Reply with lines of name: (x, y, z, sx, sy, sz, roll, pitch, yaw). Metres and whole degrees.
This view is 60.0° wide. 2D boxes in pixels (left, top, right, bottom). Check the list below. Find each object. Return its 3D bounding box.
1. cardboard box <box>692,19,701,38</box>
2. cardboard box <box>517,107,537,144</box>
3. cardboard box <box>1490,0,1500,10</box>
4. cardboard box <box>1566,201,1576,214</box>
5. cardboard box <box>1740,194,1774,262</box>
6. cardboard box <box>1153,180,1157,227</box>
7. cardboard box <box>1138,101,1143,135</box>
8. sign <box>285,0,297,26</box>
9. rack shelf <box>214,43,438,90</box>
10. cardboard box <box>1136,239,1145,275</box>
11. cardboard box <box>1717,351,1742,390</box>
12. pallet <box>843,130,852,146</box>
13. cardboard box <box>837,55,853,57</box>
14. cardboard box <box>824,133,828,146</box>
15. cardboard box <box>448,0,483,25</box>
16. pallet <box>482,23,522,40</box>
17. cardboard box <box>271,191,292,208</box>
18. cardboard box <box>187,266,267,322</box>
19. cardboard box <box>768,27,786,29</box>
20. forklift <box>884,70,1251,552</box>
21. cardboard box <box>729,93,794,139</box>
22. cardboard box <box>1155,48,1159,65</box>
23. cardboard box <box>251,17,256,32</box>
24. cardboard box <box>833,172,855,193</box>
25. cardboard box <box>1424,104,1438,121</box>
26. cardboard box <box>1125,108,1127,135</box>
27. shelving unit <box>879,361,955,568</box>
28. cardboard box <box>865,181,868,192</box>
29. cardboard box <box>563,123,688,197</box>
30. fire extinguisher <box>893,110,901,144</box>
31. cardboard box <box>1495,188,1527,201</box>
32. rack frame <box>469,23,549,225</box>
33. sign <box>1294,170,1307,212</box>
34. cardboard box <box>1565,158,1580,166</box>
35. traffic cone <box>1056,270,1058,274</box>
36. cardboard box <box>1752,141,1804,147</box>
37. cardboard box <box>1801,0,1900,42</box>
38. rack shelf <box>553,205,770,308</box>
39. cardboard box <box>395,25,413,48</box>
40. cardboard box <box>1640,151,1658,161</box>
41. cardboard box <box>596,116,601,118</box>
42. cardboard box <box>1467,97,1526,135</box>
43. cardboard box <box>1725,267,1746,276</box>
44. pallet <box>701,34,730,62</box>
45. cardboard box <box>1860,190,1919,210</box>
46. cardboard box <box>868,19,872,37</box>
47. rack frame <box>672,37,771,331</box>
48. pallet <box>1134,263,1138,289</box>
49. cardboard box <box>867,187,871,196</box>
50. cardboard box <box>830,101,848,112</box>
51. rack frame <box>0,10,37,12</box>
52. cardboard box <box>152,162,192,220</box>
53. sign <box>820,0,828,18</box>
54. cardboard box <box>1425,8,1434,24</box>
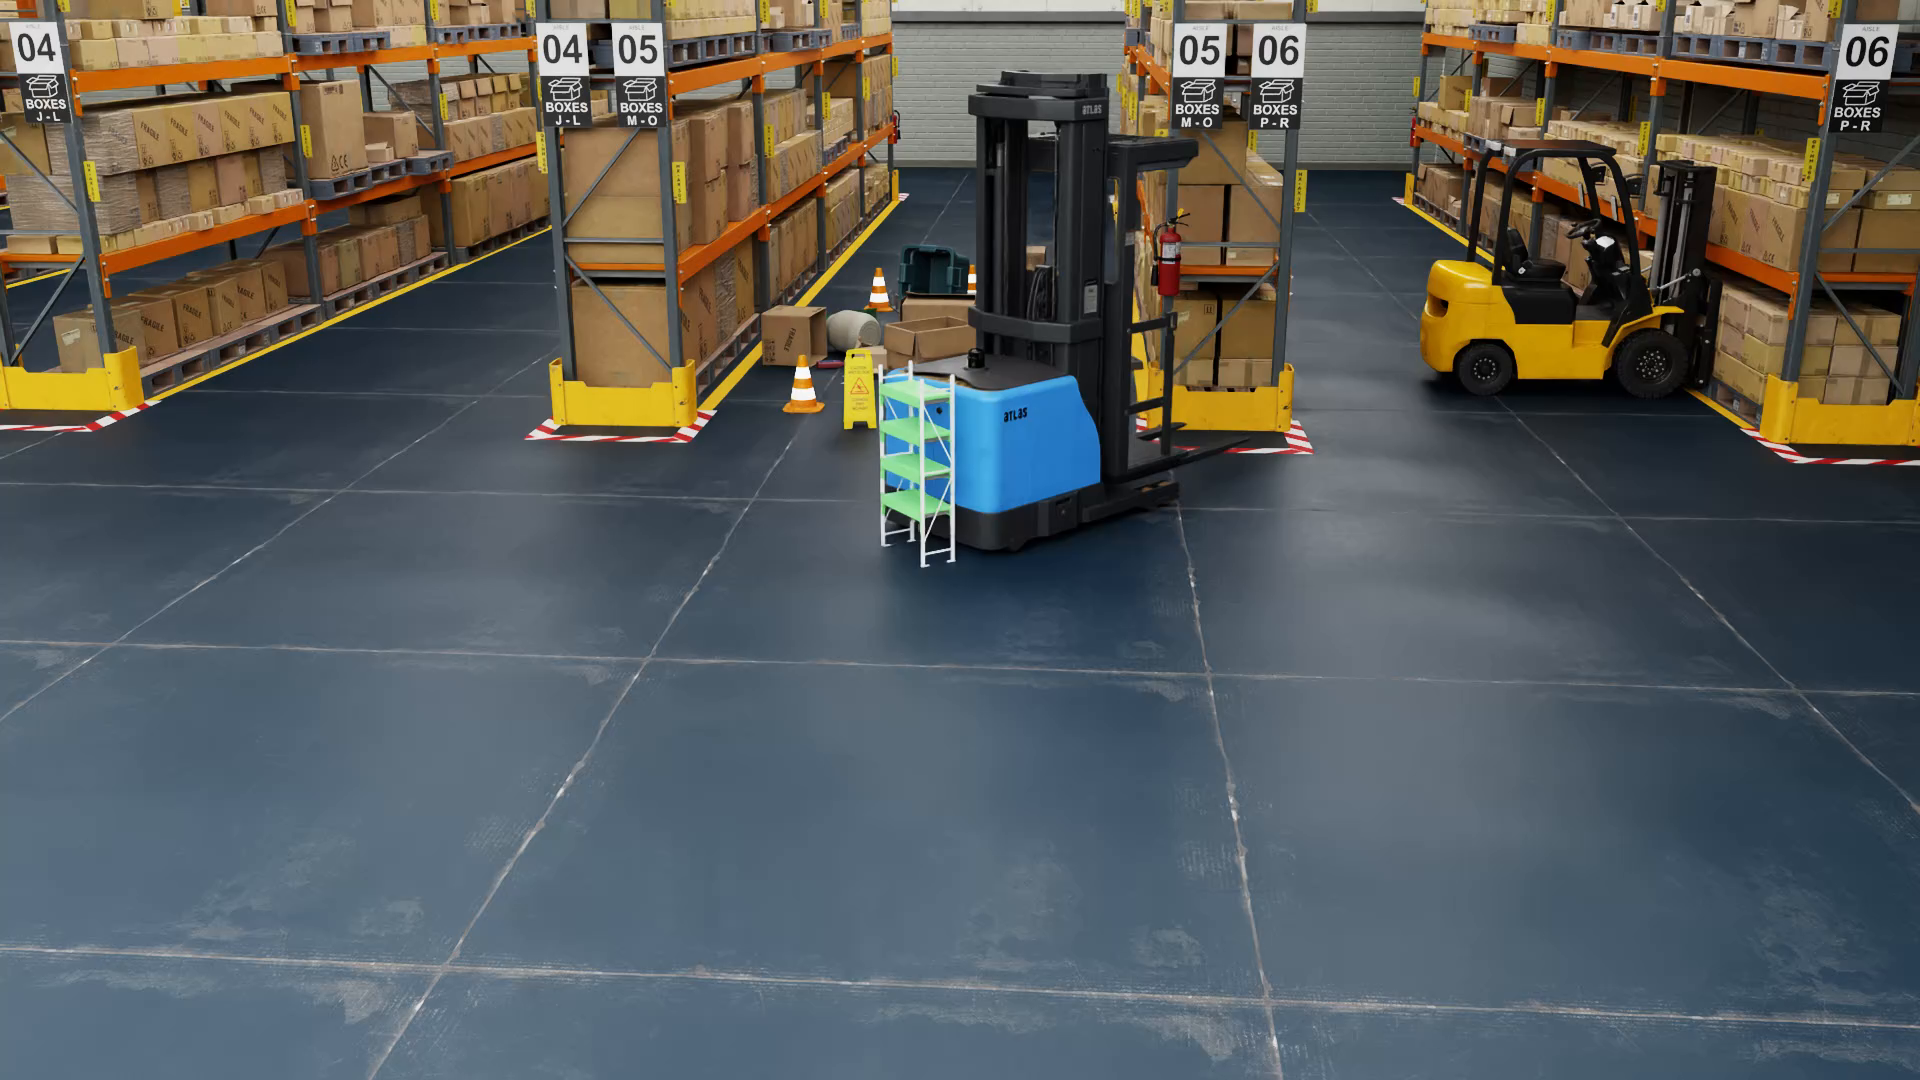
cardboard box: (-2.409, -4.322, 14.046, 0.380, 0.149, 0.250, 1, 18, 4)
cardboard box: (-6.648, -6.199, 24.863, 0.500, 0.500, 0.500, 1, 18, 4)
cardboard box: (7.490, -7.340, 22.781, 0.380, 0.149, 0.250, 1, 18, 3)
cardboard box: (8.057, -4.286, 21.485, 0.380, 0.149, 0.250, 2, 18, 6)
cardboard box: (6.909, -2.612, 13.916, 0.500, 0.500, 0.500, 2, 18, 6)
cardboard box: (1.982, -3.029, 14.711, 0.500, 0.500, 0.500, 1, 18, 4)
cardboard box: (2.448, -5.093, 20.336, 0.500, 0.500, 0.500, 1, 18, 2)
sign: (-6.918, -5.479, 17.180, 0.100, 0.325, 0.005, 1, 18, 4)
rack shelf: (-7.316, -5.523, 19.298, 1.077, 0.370, 4.000, 1, 18, 4)
cardboard box: (2.616, -3.385, 19.983, 0.950, 0.372, 0.625, 1, 18, 3)
cardboard box: (6.853, -1.445, 14.257, 0.500, 0.250, 0.500, 1, 18, 4)
pallet: (-2.146, -5.835, 24.222, 1.003, 0.211, 1.213, 1, 18, 4)
cardboard box: (-1.986, -7.776, 27.594, 0.500, 0.500, 0.500, 2, 18, 6)
cardboard box: (-1.962, -5.300, 22.009, 0.380, 0.149, 0.250, 2, 18, 7)
cardboard box: (-7.048, -7.369, 22.938, 0.797, 0.503, 0.637, 1, 18, 3)
pallet: (-6.903, -7.351, 24.031, 0.805, 0.209, 1.217, 1, 18, 2)
cardboard box: (-7.209, -3.548, 17.337, 0.380, 0.149, 0.250, 1, 18, 4)
cardboard box: (-7.562, -2.528, 17.162, 0.500, 0.500, 0.500, 7, 20, 21)
cardboard box: (-2.446, -6.574, 21.191, 0.500, 0.500, 0.500, 1, 18, 4)
forklift: (0.894, -1.695, 11.388, 3.031, 2.935, 1.130, -17, 25, -42)
cardboard box: (-2.345, -4.985, 19.553, 0.700, 0.500, 0.500, 1, 18, 3)
cardboard box: (1.978, -4.413, 15.160, 0.380, 0.149, 0.250, 1, 18, 3)
cardboard box: (-7.305, -5.173, 16.677, 0.380, 0.149, 0.250, 1, 18, 5)
cardboard box: (-1.798, -5.132, 23.904, 0.500, 0.250, 0.500, 2, 18, 7)
cardboard box: (7.899, -6.993, 27.209, 0.500, 0.250, 0.500, 1, 18, 5)
cardboard box: (2.808, -6.439, 25.595, 0.500, 0.500, 0.500, 1, 18, 3)
shelving unit: (-0.272, -0.482, 10.466, 0.258, 1.200, 0.503, -11, 21, -31)
cardboard box: (-1.636, -5.475, 25.762, 0.380, 0.149, 0.250, 2, 18, 7)
cardboard box: (-2.741, -3.132, 13.690, 0.875, 0.550, 0.550, 1, 18, 4)
fire extinguisher: (-1.181, -7.257, 28.975, 0.296, 0.674, 0.183, 1, 18, 4)
cardboard box: (7.627, -4.779, 22.990, 0.380, 0.149, 0.250, 2, 18, 6)
rack frame: (-6.886, -6.303, 25.340, 1.000, 3.000, 0.127, 1, 18, 4)
sign: (2.679, -2.754, 13.119, 0.100, 0.325, 0.005, 1, 18, 4)
cardboard box: (7.294, -4.446, 19.111, 0.500, 0.250, 0.500, 1, 18, 3)
traffic cone: (1.117, -2.808, 18.748, 0.336, 0.463, 0.334, 1, 18, 4)
cardboard box: (7.634, -3.640, 15.533, 0.380, 0.149, 0.250, 1, 18, 3)
cardboard box: (6.878, -4.108, 12.829, 0.500, 0.500, 0.500, 2, 18, 6)
rack shelf: (-2.663, -2.713, 15.540, 1.077, 0.370, 4.000, 1, 18, 4)
cardboard box: (-6.985, -6.107, 20.167, 0.500, 0.250, 0.500, 1, 18, 4)
cardboard box: (7.179, -3.954, 16.970, 0.380, 0.149, 0.250, 2, 18, 6)
cardboard box: (-6.333, -7.148, 28.325, 0.380, 0.149, 0.250, 1, 18, 4)
cardboard box: (7.692, -6.074, 23.806, 0.700, 0.500, 0.500, 2, 18, 5)
cardboard box: (7.462, -2.383, 15.515, 0.500, 0.250, 0.500, 1, 18, 4)
pallet: (-2.679, -4.427, 14.943, 1.003, 0.211, 1.213, 1, 18, 4)
cardboard box: (7.372, -2.700, 13.144, 0.380, 0.149, 0.250, 1, 18, 3)
cardboard box: (-1.623, -7.808, 25.359, 0.500, 0.250, 0.500, 1, 18, 3)
rack frame: (-2.520, -3.676, 17.324, 1.000, 3.000, 0.127, 1, 18, 4)
pallet: (2.654, -3.271, 20.567, 1.003, 0.211, 1.213, 1, 18, 4)
cardboard box: (-1.626, -5.578, 26.555, 0.380, 0.149, 0.250, 2, 18, 6)
cardboard box: (-1.819, -6.231, 23.894, 0.380, 0.149, 0.250, 1, 18, 2)
rack frame: (-12.113, -8.022, 20.952, 1.000, 3.000, 0.127, 1, 18, 4)
cardboard box: (-7.685, -3.247, 15.377, 0.875, 0.500, 0.500, 1, 18, 4)
sign: (-1.680, -6.612, 20.510, 0.100, 0.325, 0.005, 1, 18, 4)
cardboard box: (7.932, -8.578, 27.230, 0.500, 0.250, 0.500, 1, 18, 3)
